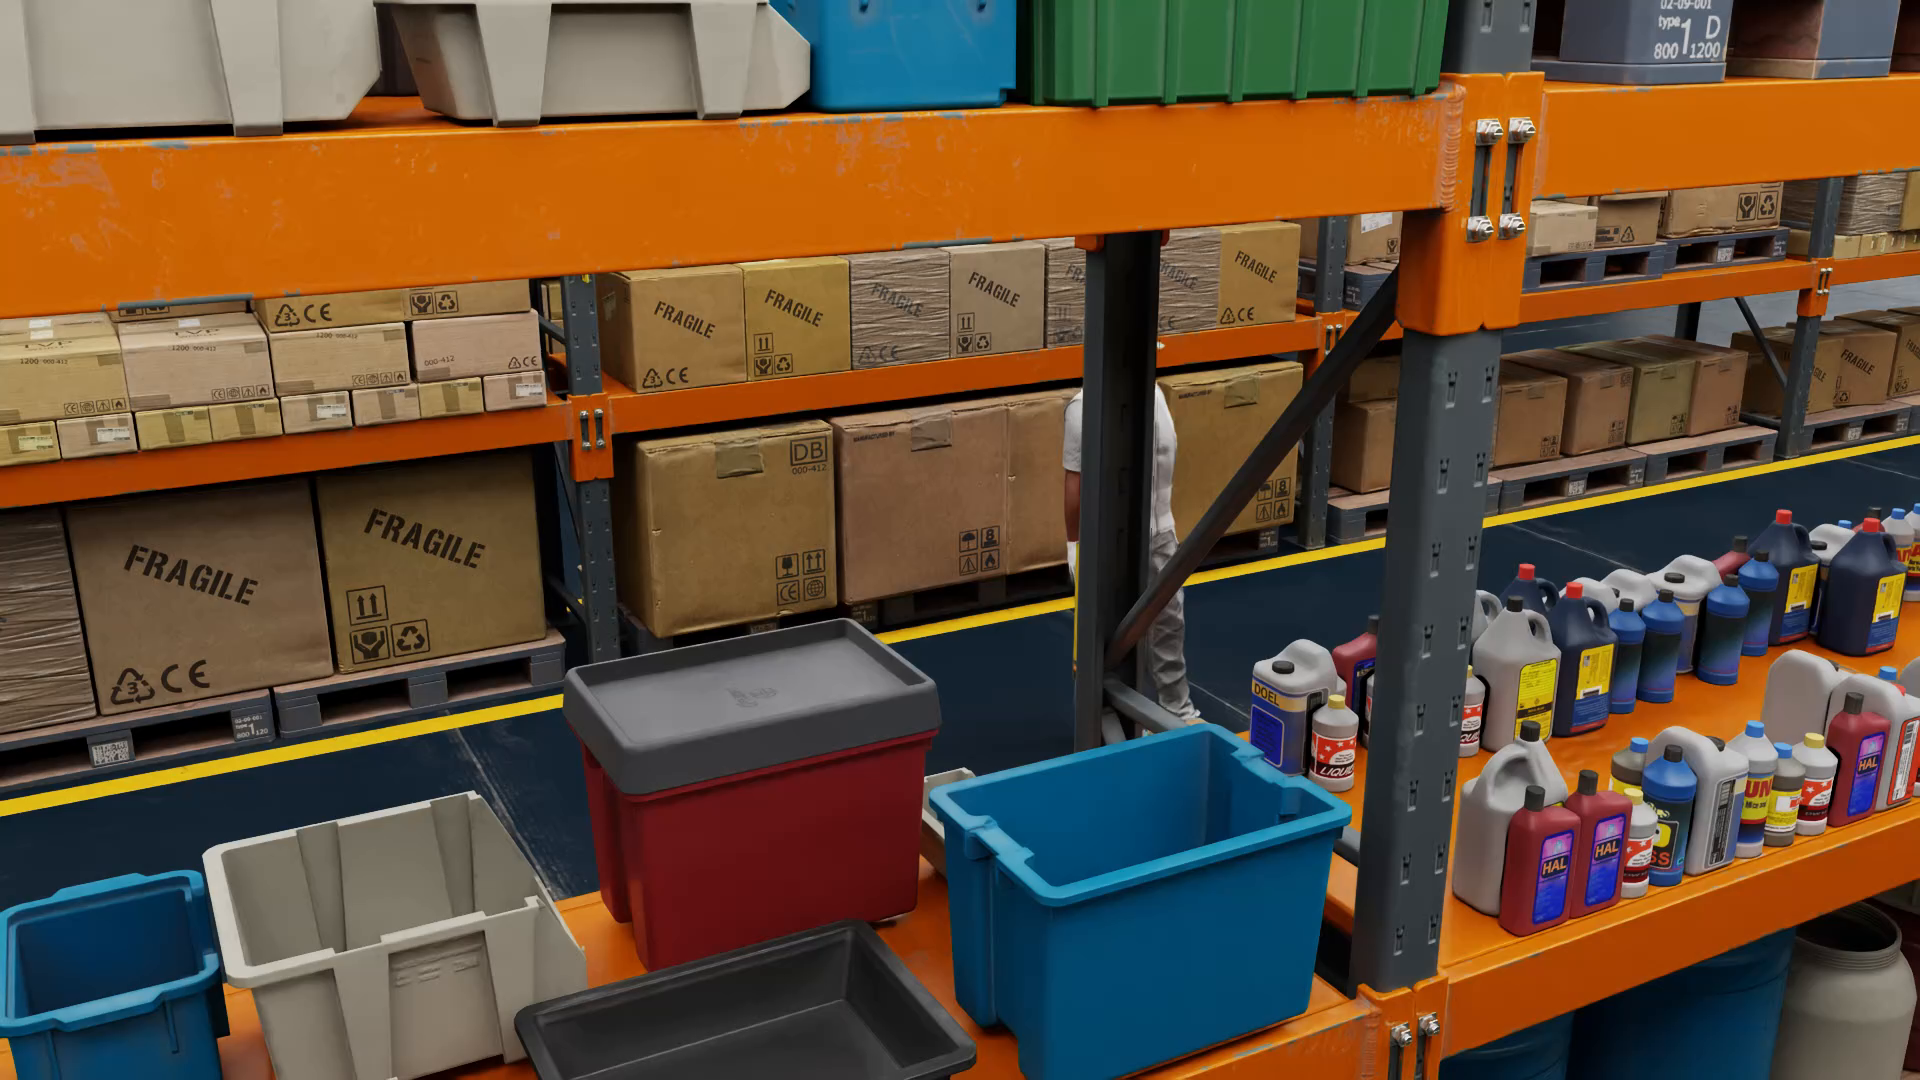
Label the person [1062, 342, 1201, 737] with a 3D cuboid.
[{"bbox_3d":[0.731,0.010,6.469,0.571,1.789,0.583,16,24,39],"label":"person"}]
